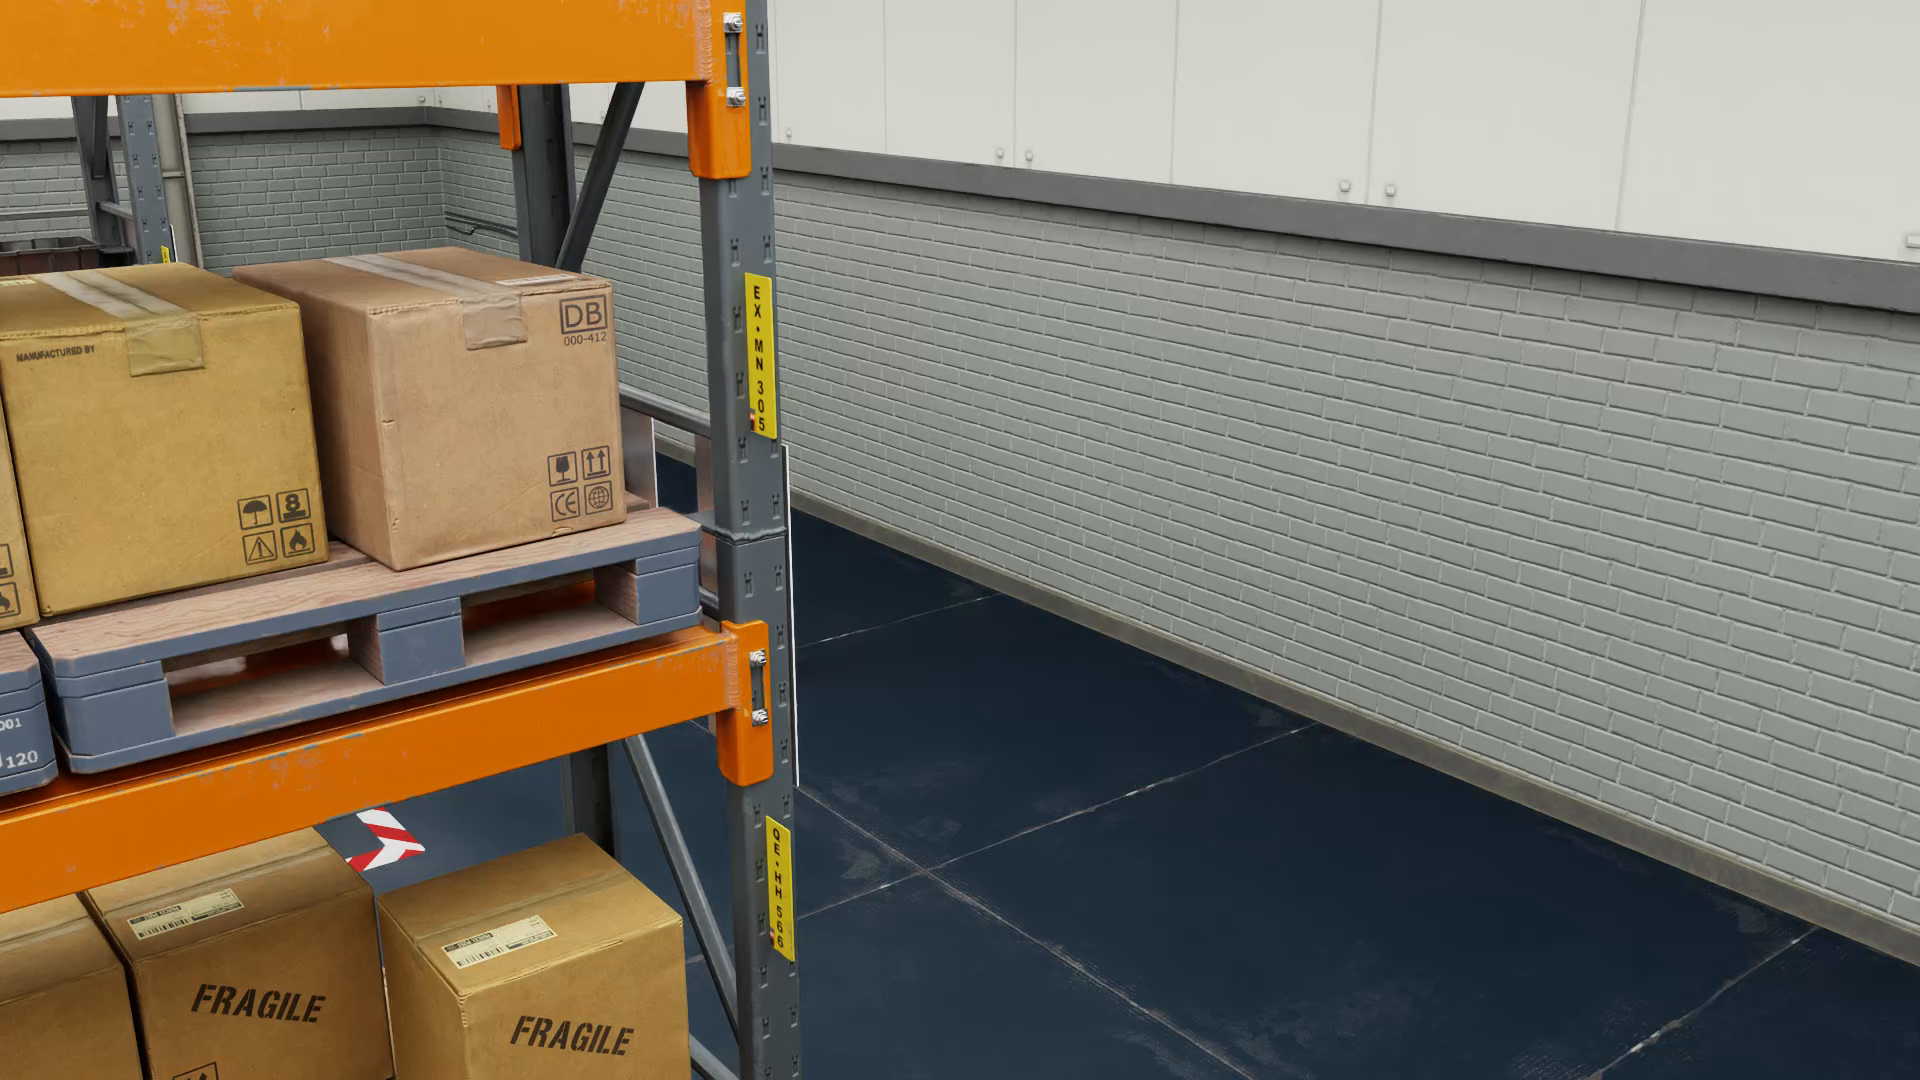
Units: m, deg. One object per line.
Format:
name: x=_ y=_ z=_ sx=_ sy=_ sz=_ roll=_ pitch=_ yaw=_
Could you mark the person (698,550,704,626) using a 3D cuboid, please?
person: x=-1.605 y=0.434 z=10.671 sx=0.905 sy=0.895 sz=0.605 roll=-13 pitch=22 yaw=-36
